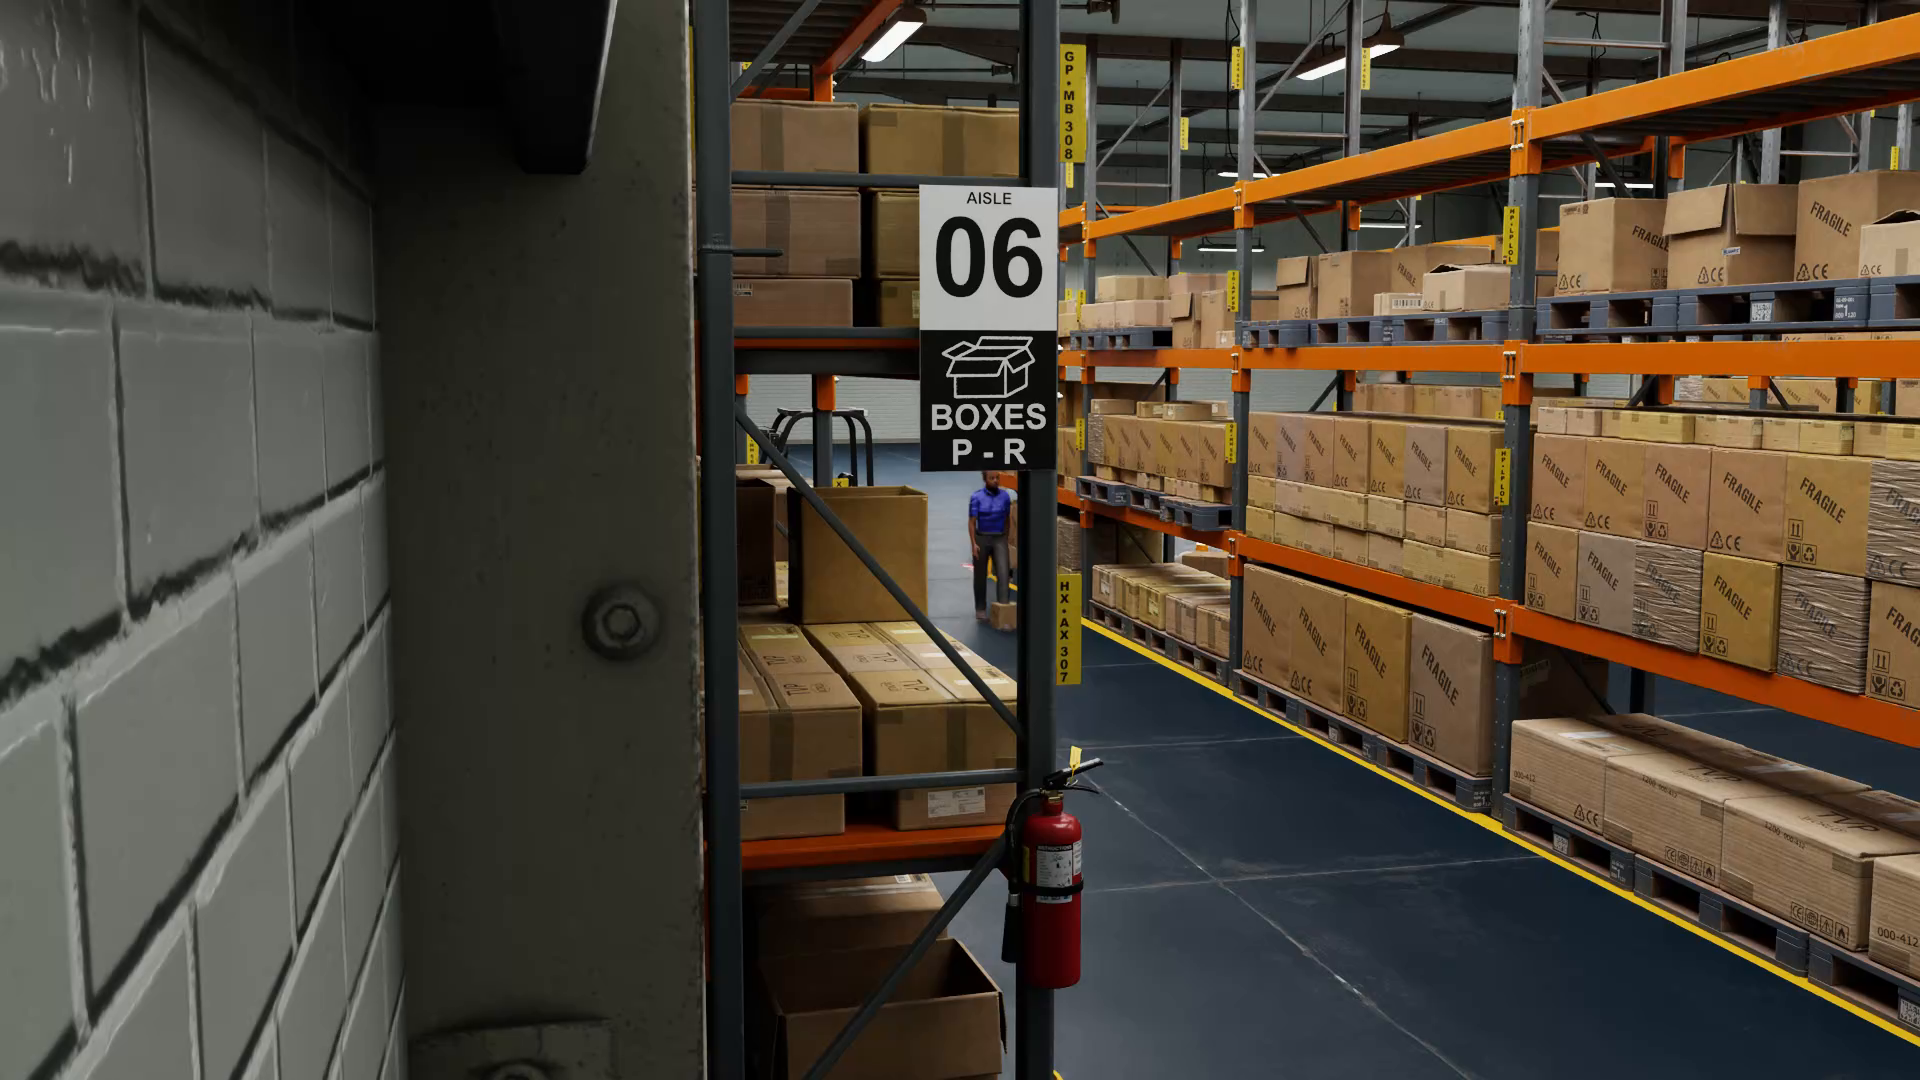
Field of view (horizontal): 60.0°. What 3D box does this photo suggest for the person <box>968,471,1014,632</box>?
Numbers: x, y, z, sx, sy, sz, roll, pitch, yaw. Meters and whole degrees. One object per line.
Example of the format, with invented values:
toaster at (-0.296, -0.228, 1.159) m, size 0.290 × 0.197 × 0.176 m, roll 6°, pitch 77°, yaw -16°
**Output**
person at (0.312, 0.120, 16.939) m, size 0.472 × 1.551 × 0.859 m, roll -1°, pitch 6°, yaw -10°
